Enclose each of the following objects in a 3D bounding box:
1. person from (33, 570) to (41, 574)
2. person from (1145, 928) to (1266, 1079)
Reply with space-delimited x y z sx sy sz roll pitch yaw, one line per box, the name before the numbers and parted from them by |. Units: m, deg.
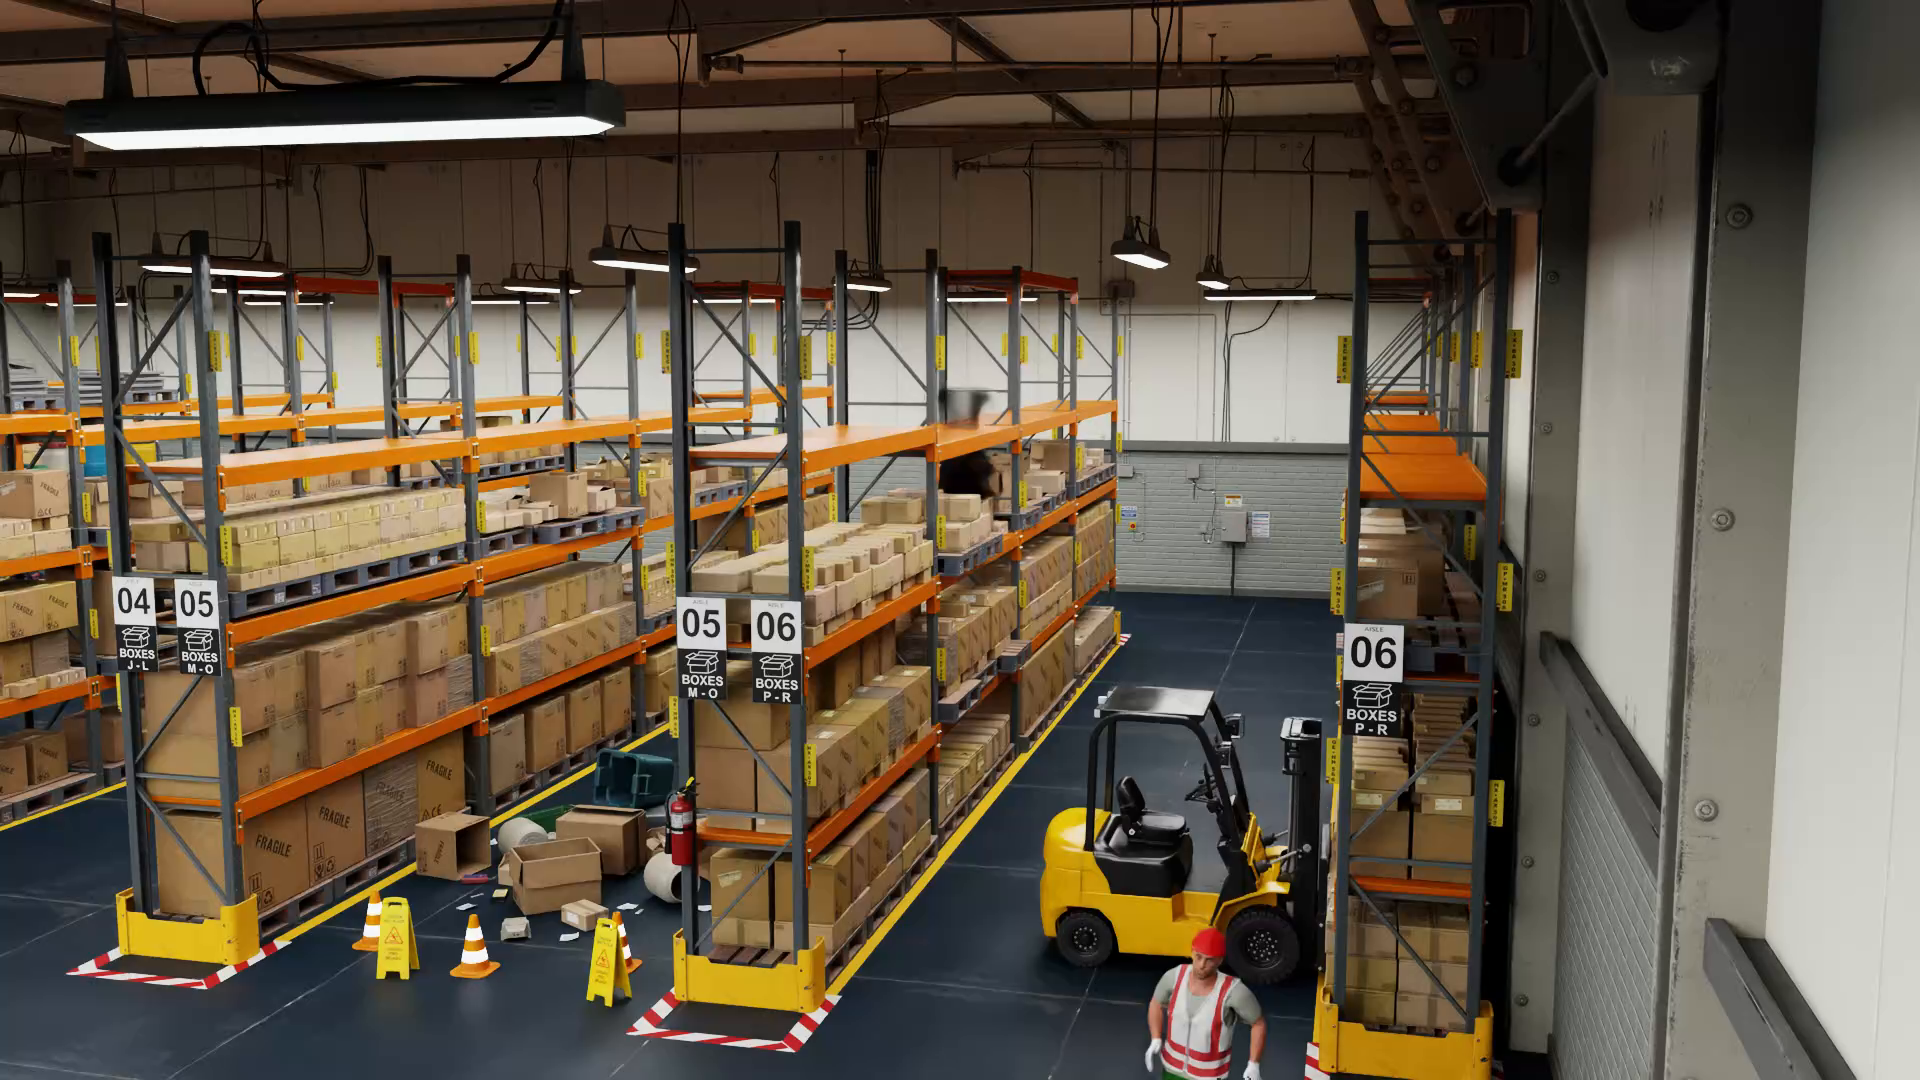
person | -15.469 0.899 28.233 0.587 1.731 0.709 1 7 10
person | 1.381 3.082 9.596 0.710 1.768 1.010 4 8 30
